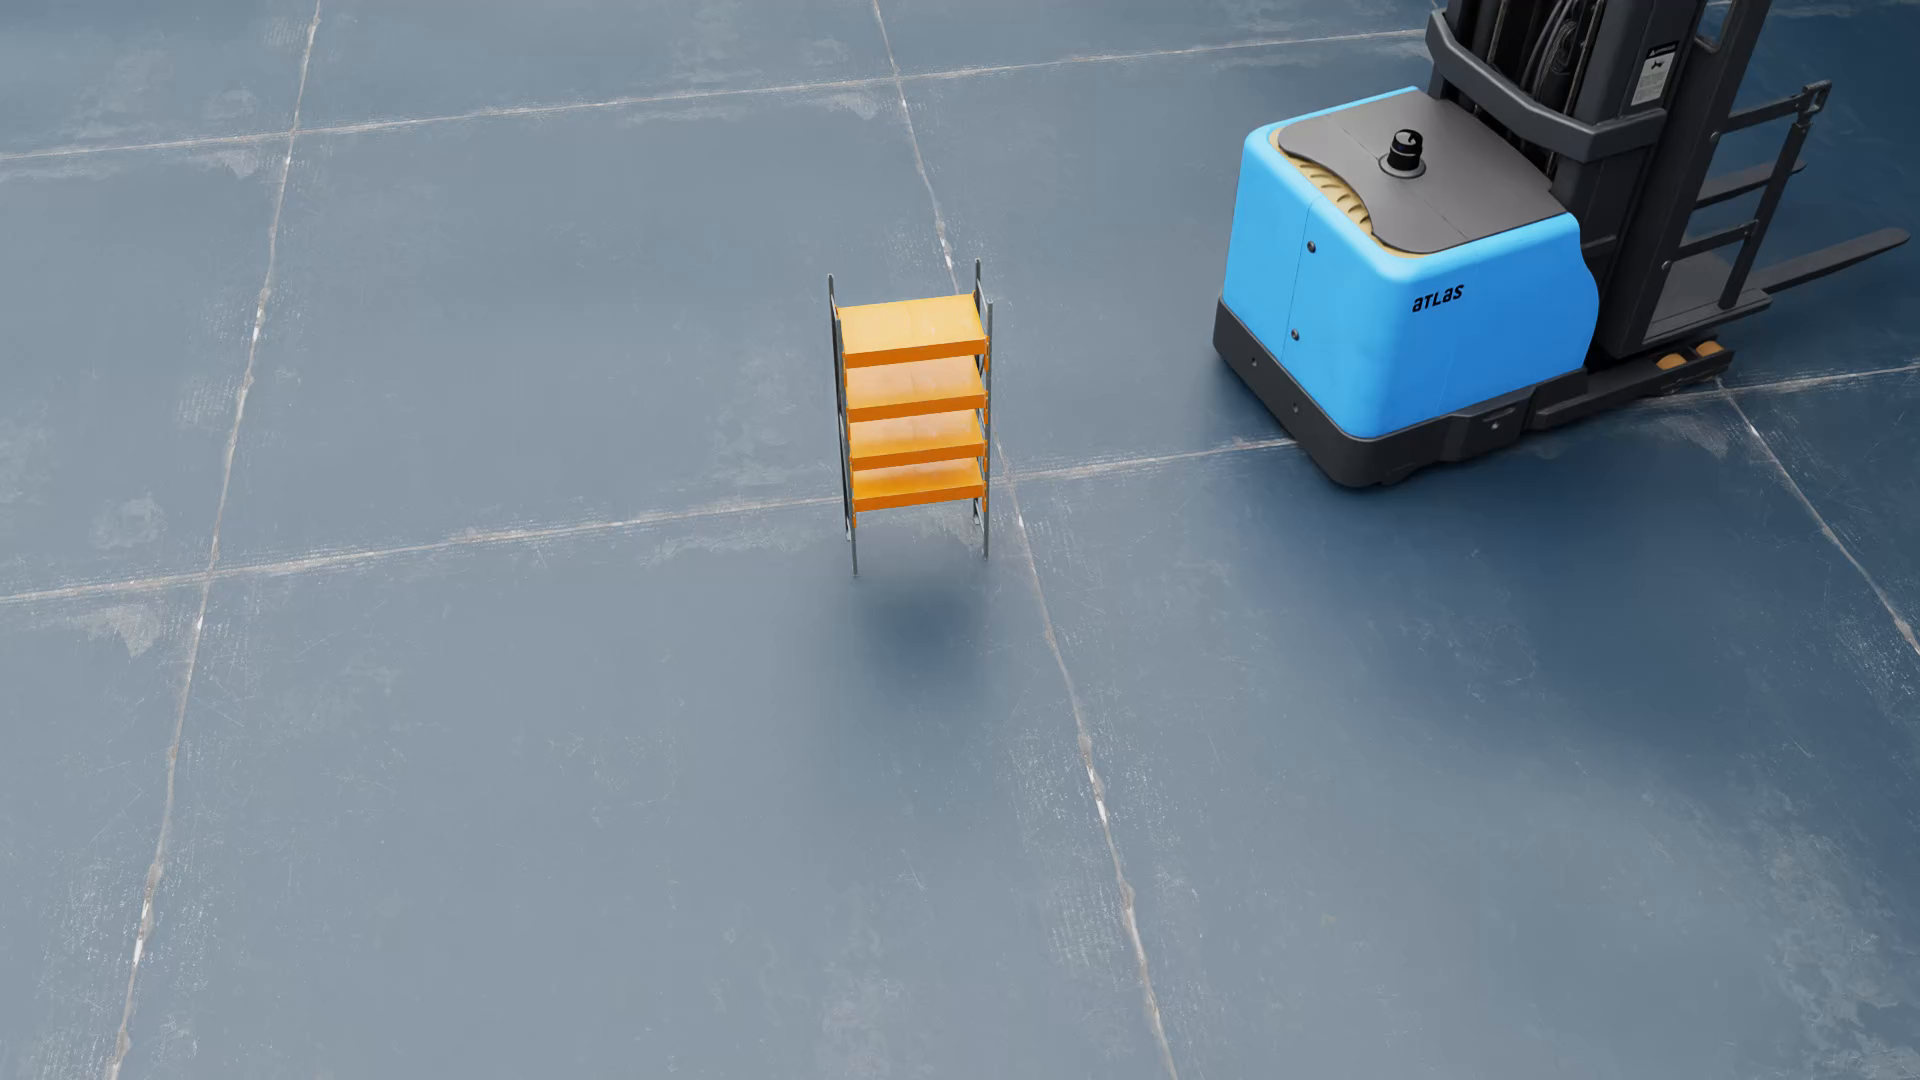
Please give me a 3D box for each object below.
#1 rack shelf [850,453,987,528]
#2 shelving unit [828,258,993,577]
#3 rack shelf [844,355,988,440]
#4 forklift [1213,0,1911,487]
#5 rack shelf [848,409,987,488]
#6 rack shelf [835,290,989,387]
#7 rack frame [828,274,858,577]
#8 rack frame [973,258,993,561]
[{"bbox_3d":[-0.163,-0.212,5.990,0.480,0.148,0.258,-7,46,-7],"label":"rack shelf"},{"bbox_3d":[-0.163,-0.396,5.798,0.503,1.200,0.258,-7,46,-7],"label":"shelving unit"},{"bbox_3d":[-0.163,-0.505,5.686,0.480,0.148,0.258,-7,46,-7],"label":"rack shelf"},{"bbox_3d":[2.615,-1.943,6.086,3.031,2.935,1.130,-18,49,-17],"label":"forklift"},{"bbox_3d":[-0.163,-0.349,5.847,0.480,0.148,0.258,-7,46,-7],"label":"rack shelf"},{"bbox_3d":[-0.163,-0.669,5.515,0.480,0.148,0.258,-7,46,-7],"label":"rack shelf"},{"bbox_3d":[-0.404,-0.366,5.769,0.015,1.200,0.240,-7,46,-7],"label":"rack frame"},{"bbox_3d":[0.077,-0.426,5.827,0.015,1.200,0.240,-7,46,-7],"label":"rack frame"}]
